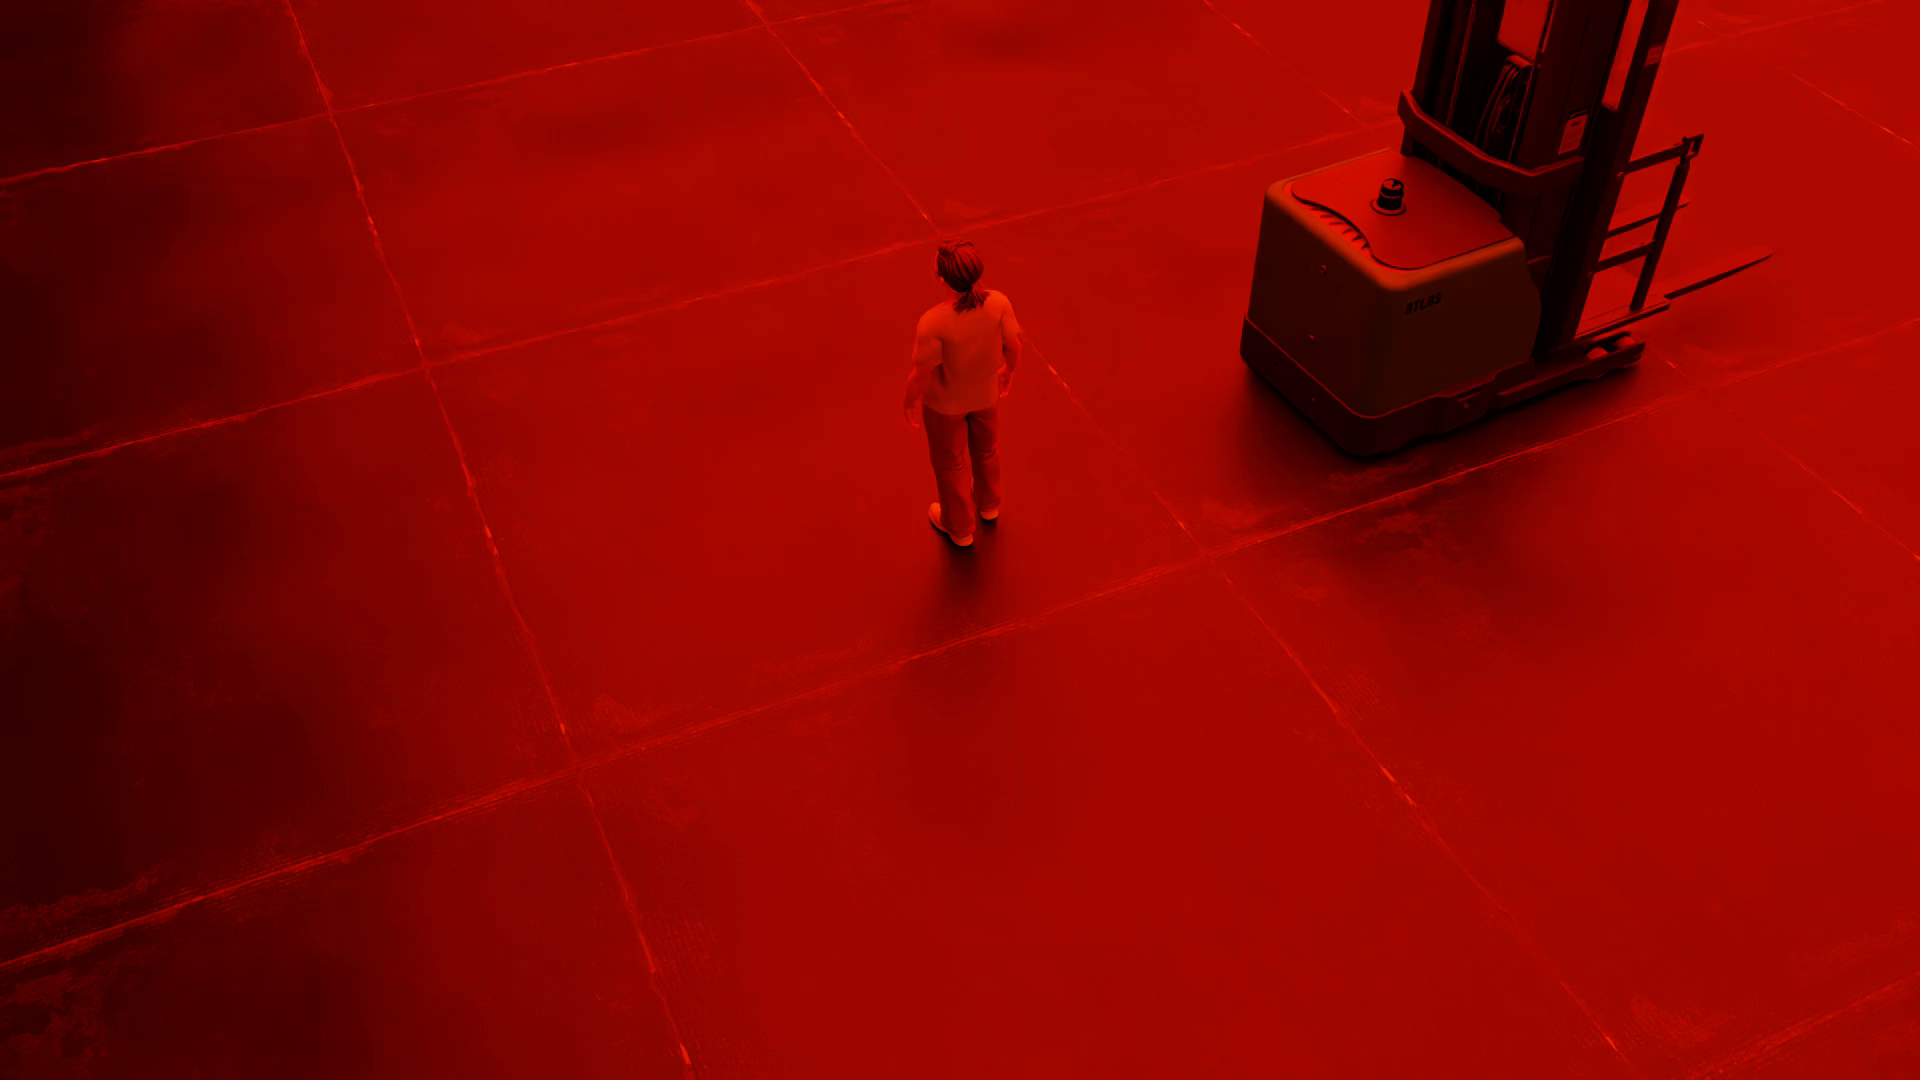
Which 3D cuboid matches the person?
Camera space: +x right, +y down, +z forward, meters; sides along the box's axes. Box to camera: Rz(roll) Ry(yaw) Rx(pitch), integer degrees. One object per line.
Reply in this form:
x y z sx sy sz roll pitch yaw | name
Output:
-0.020 -0.667 7.304 0.553 1.675 0.549 -18 46 -18 | person

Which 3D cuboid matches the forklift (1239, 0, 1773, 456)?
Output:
3.019 -2.213 8.051 3.031 2.935 1.130 -20 47 -20 | forklift
